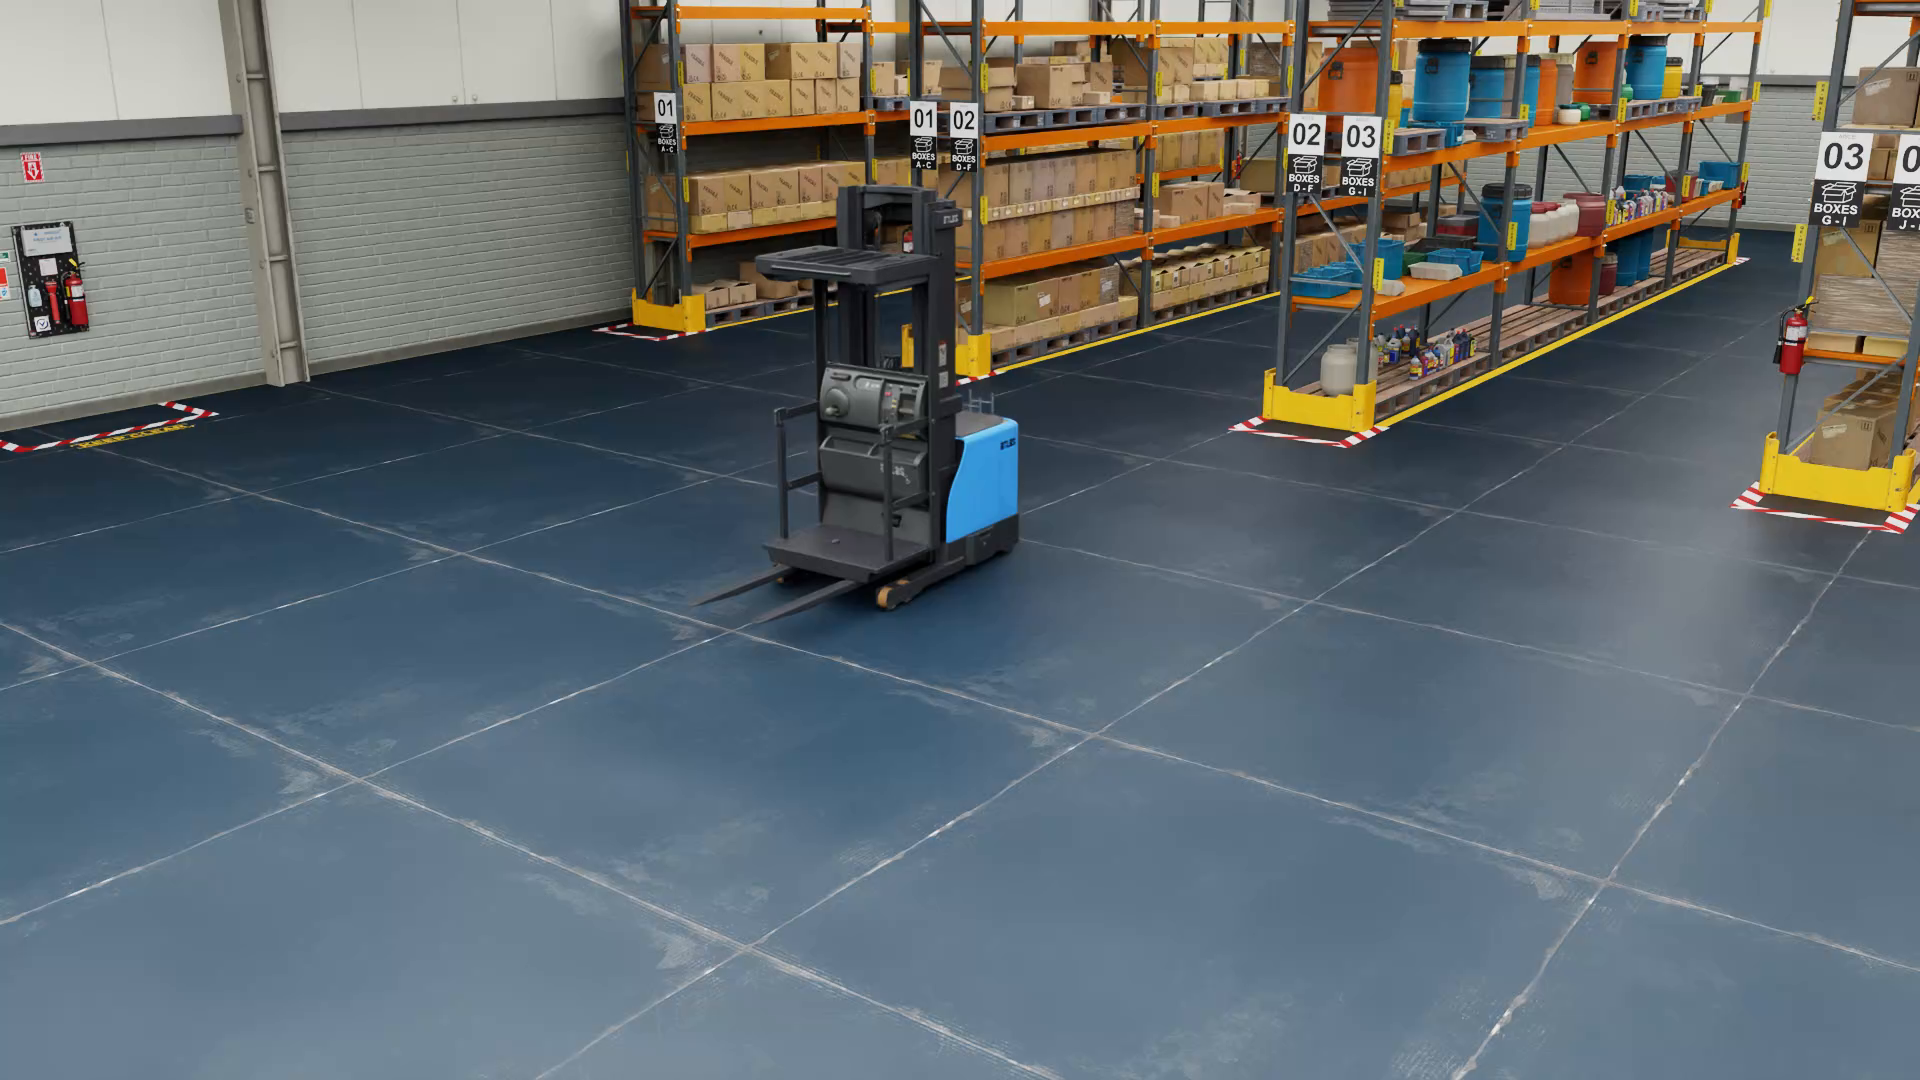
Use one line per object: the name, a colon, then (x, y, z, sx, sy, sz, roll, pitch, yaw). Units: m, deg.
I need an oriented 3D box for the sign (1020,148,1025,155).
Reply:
sign: (1.068, -6.746, 28.589, 0.100, 0.325, 0.005, 12, 21, 35)

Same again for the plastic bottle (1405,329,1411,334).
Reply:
plastic bottle: (5.487, -2.450, 20.426, 0.152, 0.276, 0.135, 13, 22, 37)

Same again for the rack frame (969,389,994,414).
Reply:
rack frame: (0.174, -0.648, 13.807, 0.240, 1.200, 0.006, 12, 21, 33)

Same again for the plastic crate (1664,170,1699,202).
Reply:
plastic crate: (11.700, -5.754, 27.005, 0.402, 0.464, 0.583, 12, 21, 35)

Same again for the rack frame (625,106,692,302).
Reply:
rack frame: (-4.140, -4.419, 22.915, 1.000, 3.000, 0.127, 12, 21, 35)

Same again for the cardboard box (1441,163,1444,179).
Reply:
cardboard box: (8.717, -7.006, 31.078, 0.500, 0.500, 0.500, 13, 21, 35)

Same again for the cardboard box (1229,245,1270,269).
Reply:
cardboard box: (4.493, -4.437, 25.956, 0.500, 0.311, 0.500, 13, 22, 36)

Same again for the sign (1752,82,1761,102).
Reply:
sign: (13.801, -7.768, 28.819, 0.100, 0.325, 0.005, 12, 21, 35)

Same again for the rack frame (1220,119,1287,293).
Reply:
rack frame: (4.607, -5.450, 26.235, 1.000, 3.000, 0.127, 12, 21, 35)

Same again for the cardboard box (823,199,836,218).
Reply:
cardboard box: (-2.099, -5.026, 25.089, 0.500, 0.250, 0.500, 13, 21, 35)

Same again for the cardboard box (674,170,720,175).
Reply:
cardboard box: (-3.722, -4.983, 23.686, 0.500, 0.500, 0.500, 13, 21, 35)

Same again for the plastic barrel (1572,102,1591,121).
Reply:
plastic barrel: (8.477, -5.864, 22.773, 0.294, 0.245, 0.294, 0, 17, 0)

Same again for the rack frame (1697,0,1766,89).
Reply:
rack frame: (13.350, -9.344, 28.660, 1.000, 3.000, 0.127, 12, 21, 35)

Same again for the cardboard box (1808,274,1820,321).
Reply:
cardboard box: (8.345, -2.249, 15.258, 0.875, 0.500, 0.500, 12, 21, 35)

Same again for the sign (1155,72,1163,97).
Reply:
sign: (2.670, -6.117, 22.319, 0.100, 0.325, 0.005, 12, 21, 35)

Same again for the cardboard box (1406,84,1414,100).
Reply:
cardboard box: (7.780, -7.954, 29.494, 0.500, 0.250, 0.500, 12, 21, 35)

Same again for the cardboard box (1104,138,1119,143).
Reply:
cardboard box: (2.625, -7.558, 31.055, 0.500, 0.250, 0.500, 13, 21, 36)

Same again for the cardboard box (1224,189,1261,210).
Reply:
cardboard box: (4.355, -5.328, 25.994, 0.500, 0.311, 0.500, 14, 22, 38)

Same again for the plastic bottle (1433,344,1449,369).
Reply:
plastic bottle: (5.640, -2.165, 19.509, 0.152, 0.276, 0.135, 13, 21, 36)

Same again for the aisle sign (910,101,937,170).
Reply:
aisle sign: (-0.435, -4.822, 19.830, 0.394, 0.787, 0.004, 12, 21, 35)

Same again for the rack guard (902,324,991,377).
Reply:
rack guard: (-0.174, -2.345, 20.452, 1.175, 0.500, 0.348, 12, 21, 35)

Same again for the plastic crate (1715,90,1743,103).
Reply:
plastic crate: (12.991, -7.525, 28.217, 0.450, 0.188, 0.336, 12, 21, 35)

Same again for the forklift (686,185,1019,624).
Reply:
forklift: (-0.772, -1.054, 12.197, 1.130, 2.935, 3.031, 12, 21, 33)

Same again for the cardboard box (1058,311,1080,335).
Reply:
cardboard box: (1.234, -2.877, 21.879, 0.500, 0.250, 0.500, 12, 21, 35)

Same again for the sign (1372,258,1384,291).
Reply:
sign: (4.255, -2.702, 16.920, 0.100, 0.325, 0.005, 12, 21, 35)

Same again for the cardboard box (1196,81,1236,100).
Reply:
cardboard box: (3.734, -6.631, 24.526, 0.500, 0.250, 0.500, 12, 21, 34)

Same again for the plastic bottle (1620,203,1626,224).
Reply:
plastic bottle: (9.630, -4.753, 24.187, 0.061, 0.283, 0.133, 12, 21, 35)

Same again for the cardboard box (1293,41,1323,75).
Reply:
cardboard box: (5.480, -7.753, 26.740, 0.500, 0.500, 0.500, 12, 21, 35)

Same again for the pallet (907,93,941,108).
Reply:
pallet: (-0.688, -7.090, 26.776, 1.213, 0.211, 1.003, 12, 21, 35)

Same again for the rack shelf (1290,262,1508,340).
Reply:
rack shelf: (5.008, -2.801, 18.918, 1.077, 0.370, 4.000, 12, 21, 35)

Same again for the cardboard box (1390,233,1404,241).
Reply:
cardboard box: (7.922, -5.529, 30.526, 0.380, 0.166, 0.250, 12, 21, 35)

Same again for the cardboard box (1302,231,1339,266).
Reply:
cardboard box: (6.025, -4.893, 27.917, 0.500, 0.500, 0.500, 12, 21, 33)

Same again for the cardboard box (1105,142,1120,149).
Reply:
cardboard box: (2.641, -7.199, 31.163, 0.500, 0.500, 0.500, 13, 21, 35)

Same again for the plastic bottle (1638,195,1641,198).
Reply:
plastic bottle: (10.362, -5.124, 25.404, 0.097, 0.271, 0.097, 0, 17, 0)

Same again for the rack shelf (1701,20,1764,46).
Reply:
rack shelf: (12.158, -8.333, 27.292, 1.077, 0.370, 4.000, 12, 21, 35)

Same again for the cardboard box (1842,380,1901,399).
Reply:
cardboard box: (8.896, -1.240, 16.185, 0.500, 0.500, 0.500, 15, 23, 40)

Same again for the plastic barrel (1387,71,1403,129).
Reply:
plastic barrel: (4.393, -4.685, 17.689, 0.600, 0.588, 0.600, 0, 17, 0)

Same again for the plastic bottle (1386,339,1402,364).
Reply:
plastic bottle: (5.154, -2.245, 19.766, 0.152, 0.276, 0.135, 12, 21, 35)

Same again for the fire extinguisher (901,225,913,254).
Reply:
fire extinguisher: (-0.603, -3.561, 20.284, 0.296, 0.674, 0.183, 12, 21, 35)

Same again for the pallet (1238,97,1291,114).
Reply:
pallet: (4.274, -6.615, 25.247, 1.213, 0.211, 1.003, 14, 22, 37)

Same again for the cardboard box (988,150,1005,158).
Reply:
cardboard box: (0.354, -6.468, 28.605, 0.700, 0.500, 0.500, 10, 20, 28)

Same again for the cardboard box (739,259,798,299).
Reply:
cardboard box: (-2.839, -3.886, 24.672, 0.700, 0.500, 0.500, 11, 20, 31)

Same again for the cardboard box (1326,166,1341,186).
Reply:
cardboard box: (5.987, -6.219, 27.836, 0.700, 0.500, 0.500, 7, 19, 21)

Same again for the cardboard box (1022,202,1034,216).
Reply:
cardboard box: (0.704, -4.139, 20.753, 0.380, 0.149, 0.250, 12, 21, 34)

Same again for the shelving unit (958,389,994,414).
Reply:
shelving unit: (0.122, -0.626, 13.735, 0.258, 1.200, 0.189, 12, 21, 33)

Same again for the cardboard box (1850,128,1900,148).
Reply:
cardboard box: (7.958, -3.507, 14.501, 0.380, 0.149, 0.250, 12, 21, 33)

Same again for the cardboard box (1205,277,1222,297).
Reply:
cardboard box: (3.579, -3.803, 24.861, 0.500, 0.250, 0.500, 13, 21, 36)

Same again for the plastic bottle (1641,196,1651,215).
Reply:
plastic bottle: (10.393, -5.077, 25.243, 0.152, 0.276, 0.135, 12, 21, 35)

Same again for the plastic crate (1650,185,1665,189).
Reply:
plastic crate: (11.762, -5.897, 28.018, 0.293, 0.136, 0.466, 12, 21, 35)

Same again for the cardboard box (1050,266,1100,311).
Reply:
cardboard box: (1.521, -3.357, 22.159, 0.500, 0.500, 0.500, 12, 21, 35)

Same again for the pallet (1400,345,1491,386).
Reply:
pallet: (5.766, -2.137, 20.268, 1.003, 0.211, 1.213, 12, 21, 35)

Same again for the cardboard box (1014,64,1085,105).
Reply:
cardboard box: (1.141, -5.876, 21.433, 0.797, 0.503, 0.637, 15, 23, 41)

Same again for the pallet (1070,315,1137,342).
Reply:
pallet: (1.716, -2.983, 22.995, 1.003, 0.211, 1.213, 12, 21, 35)

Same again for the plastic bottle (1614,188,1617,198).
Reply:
plastic bottle: (10.405, -5.459, 26.460, 0.061, 0.283, 0.133, 12, 21, 35)

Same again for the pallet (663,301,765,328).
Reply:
pallet: (-3.582, -3.292, 23.990, 1.003, 0.211, 1.213, 12, 21, 35)

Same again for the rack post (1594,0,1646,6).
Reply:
rack post: (8.982, -7.582, 23.114, 0.954, 0.300, 0.937, 12, 21, 35)

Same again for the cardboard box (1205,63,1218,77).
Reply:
cardboard box: (4.861, -9.493, 33.574, 0.500, 0.250, 0.500, 11, 21, 33)
